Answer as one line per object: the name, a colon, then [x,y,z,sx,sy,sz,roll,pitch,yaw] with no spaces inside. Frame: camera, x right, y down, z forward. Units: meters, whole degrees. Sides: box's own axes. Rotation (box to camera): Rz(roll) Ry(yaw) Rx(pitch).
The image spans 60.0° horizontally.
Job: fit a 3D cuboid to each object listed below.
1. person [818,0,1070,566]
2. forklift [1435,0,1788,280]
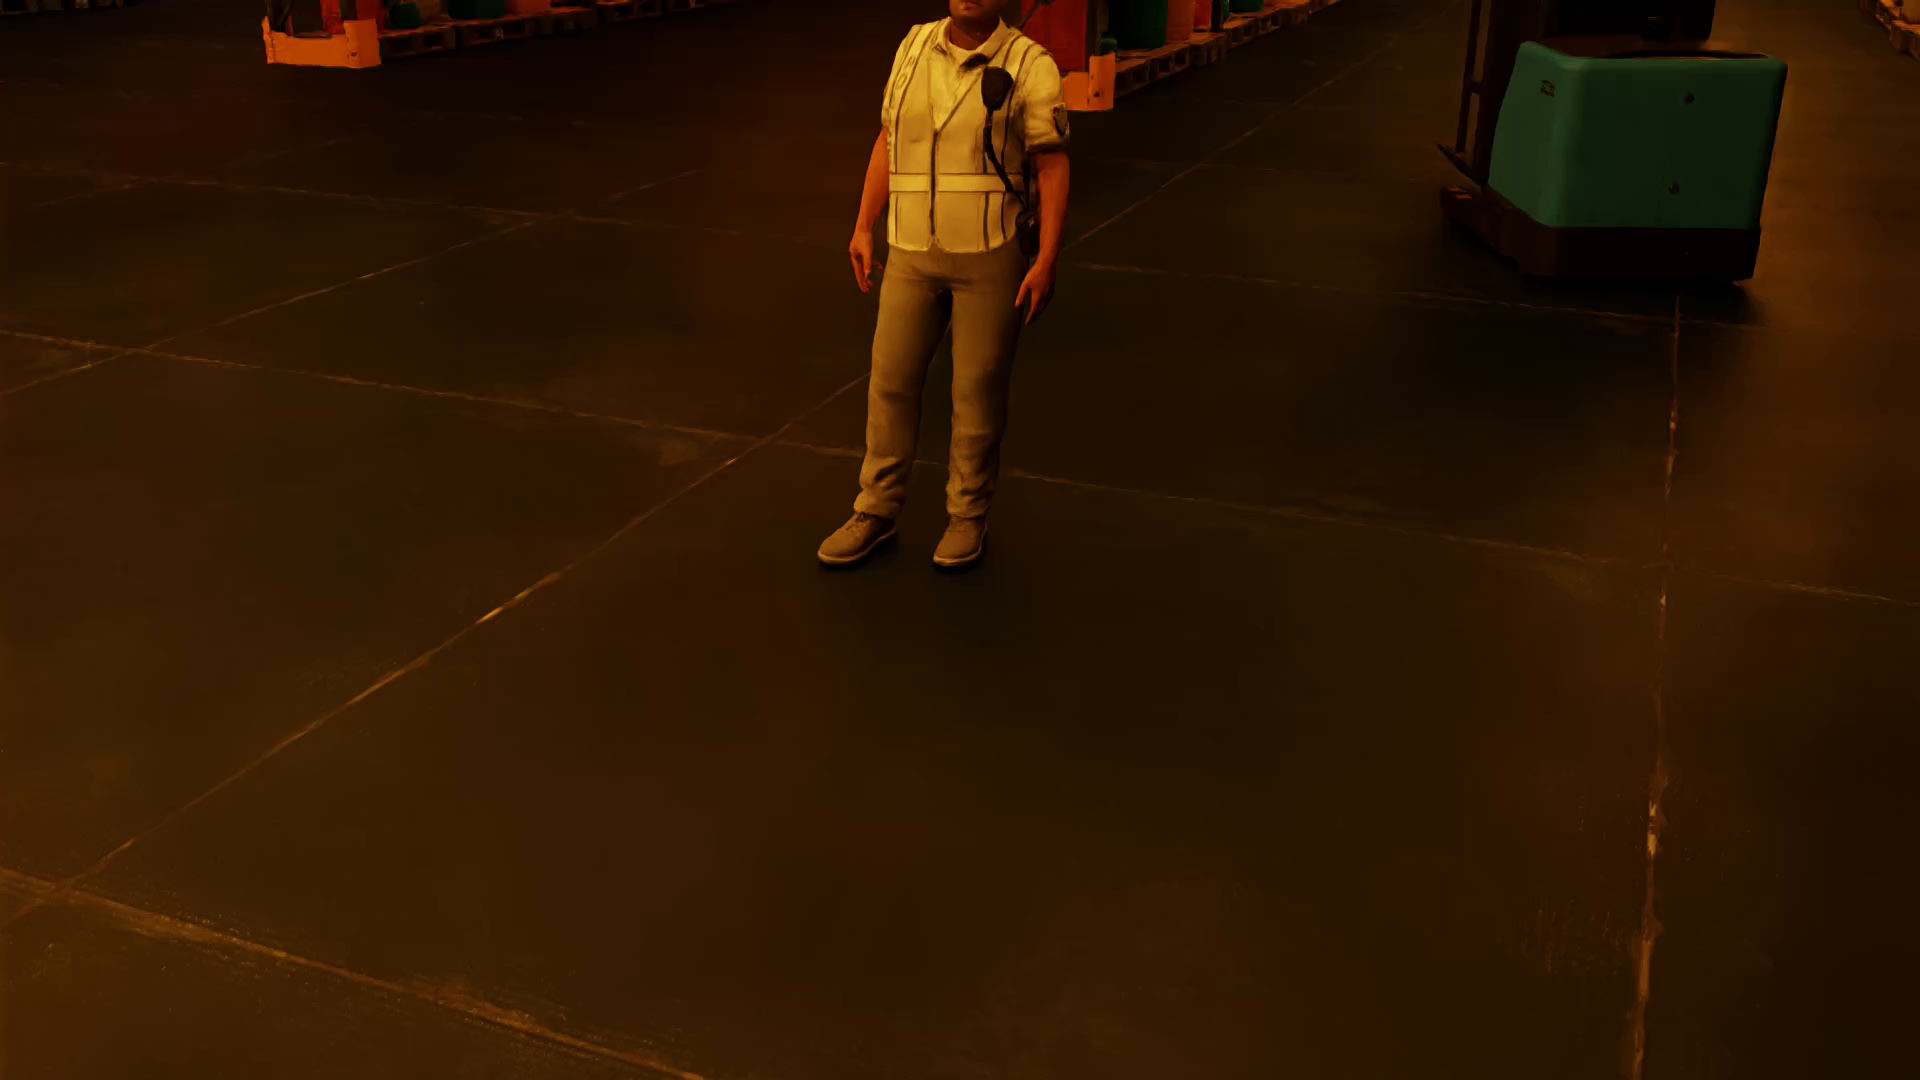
person: [-0.041,-0.804,4.684,0.640,1.781,0.574,9,24,21]
forklift: [3.311,-3.103,8.717,1.130,2.935,3.031,1,23,2]
